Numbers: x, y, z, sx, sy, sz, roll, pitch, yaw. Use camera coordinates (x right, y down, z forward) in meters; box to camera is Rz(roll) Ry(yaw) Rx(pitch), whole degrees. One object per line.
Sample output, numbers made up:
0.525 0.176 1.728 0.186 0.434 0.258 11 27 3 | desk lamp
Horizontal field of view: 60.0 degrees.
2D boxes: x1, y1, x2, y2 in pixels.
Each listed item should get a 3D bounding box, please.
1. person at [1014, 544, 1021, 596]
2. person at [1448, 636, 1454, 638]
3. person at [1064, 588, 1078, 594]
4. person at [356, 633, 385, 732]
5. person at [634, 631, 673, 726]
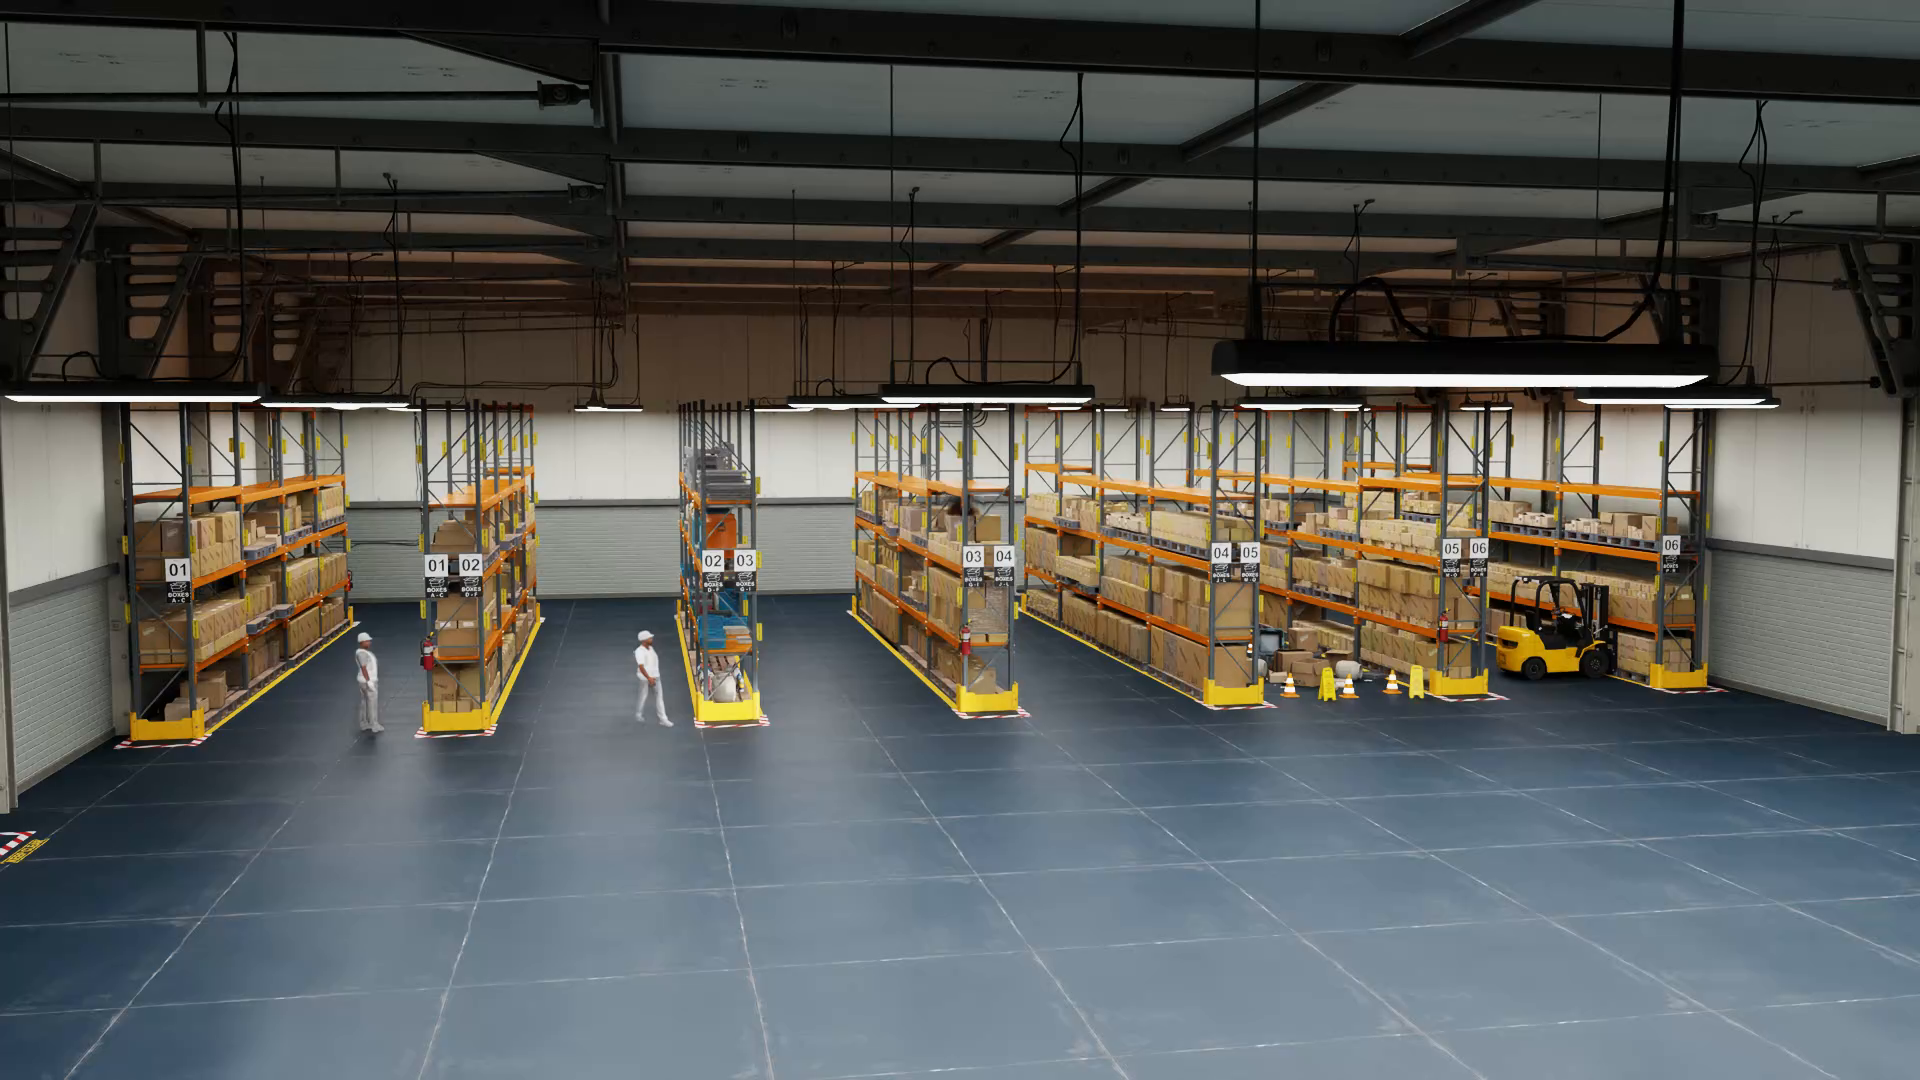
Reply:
1.600 0.922 52.453 0.718 1.669 0.474 2 5 22 | person
11.259 1.982 38.305 0.441 1.722 0.562 1 4 14 | person
3.342 1.152 49.737 0.488 1.711 0.378 4 6 44 | person
-10.650 2.560 29.983 0.483 1.779 0.625 -3 5 -32 | person
-5.711 2.533 30.549 0.507 1.718 0.950 -4 6 -42 | person
